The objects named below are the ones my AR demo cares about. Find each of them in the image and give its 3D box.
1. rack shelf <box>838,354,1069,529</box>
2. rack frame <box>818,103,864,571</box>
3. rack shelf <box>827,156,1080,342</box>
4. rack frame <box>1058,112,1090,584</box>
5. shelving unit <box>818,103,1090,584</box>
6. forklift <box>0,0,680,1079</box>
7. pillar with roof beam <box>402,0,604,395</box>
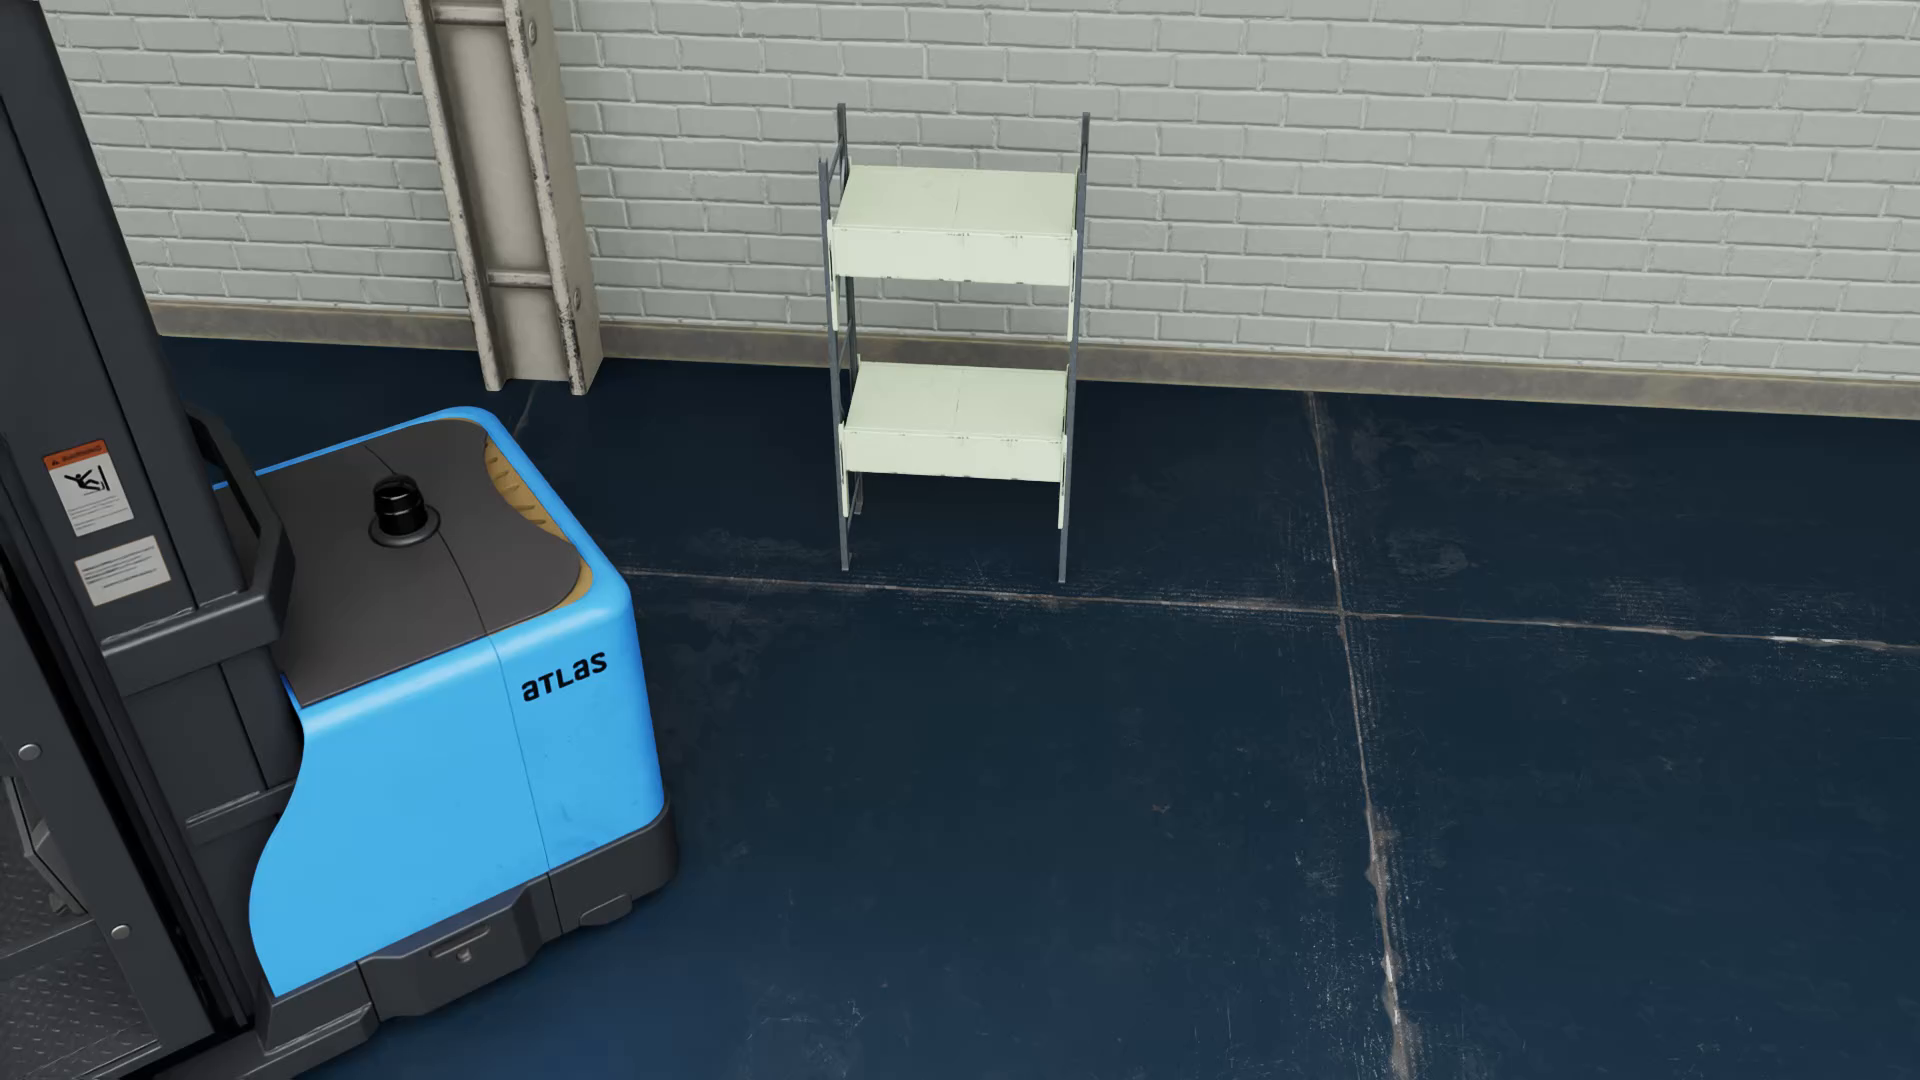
[{"bbox_3d":[-0.007,-0.329,5.483,0.720,0.370,0.431,3,39,4],"label":"rack shelf"},{"bbox_3d":[-0.371,-0.602,5.301,0.023,1.500,0.400,3,39,4],"label":"rack frame"},{"bbox_3d":[-0.007,-0.885,5.031,0.720,0.370,0.431,3,39,4],"label":"rack shelf"},{"bbox_3d":[0.358,-0.562,5.252,0.023,1.500,0.400,3,39,4],"label":"rack frame"},{"bbox_3d":[-0.007,-0.582,5.277,0.755,1.500,0.431,3,39,4],"label":"shelving unit"},{"bbox_3d":[-2.278,0.077,3.334,3.031,2.935,1.130,-23,44,-25],"label":"forklift"},{"bbox_3d":[-2.005,-1.451,0.404,0.400,9.000,9.100,3,39,4],"label":"pillar with roof beam"}]
